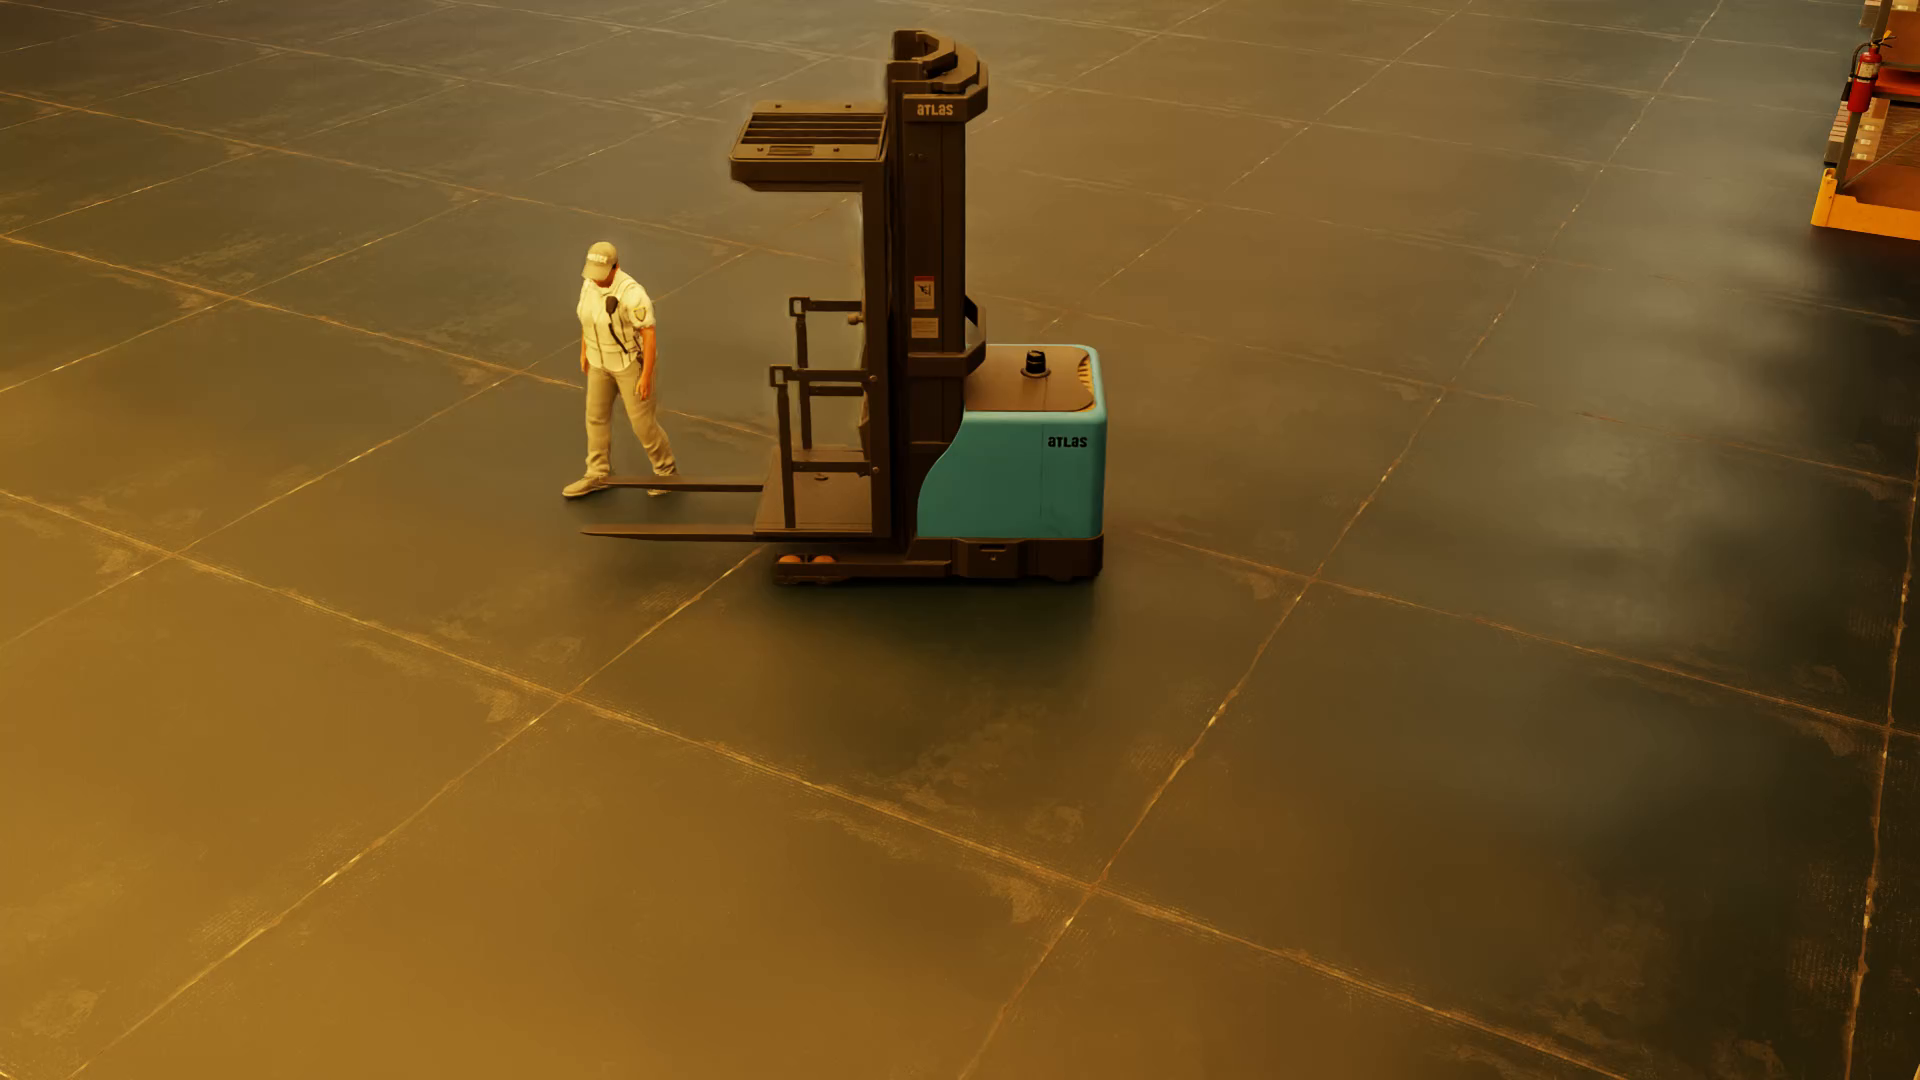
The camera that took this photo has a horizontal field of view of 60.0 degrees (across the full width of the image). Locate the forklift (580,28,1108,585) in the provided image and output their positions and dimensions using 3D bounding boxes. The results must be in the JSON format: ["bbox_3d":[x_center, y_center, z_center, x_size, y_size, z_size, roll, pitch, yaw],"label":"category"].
[{"bbox_3d":[-0.685,-1.275,9.281,3.031,2.935,1.130,0,30,1],"label":"forklift"}]

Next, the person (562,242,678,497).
[{"bbox_3d":[-2.139,-1.037,10.170,0.635,1.643,0.613,15,33,24],"label":"person"}]
